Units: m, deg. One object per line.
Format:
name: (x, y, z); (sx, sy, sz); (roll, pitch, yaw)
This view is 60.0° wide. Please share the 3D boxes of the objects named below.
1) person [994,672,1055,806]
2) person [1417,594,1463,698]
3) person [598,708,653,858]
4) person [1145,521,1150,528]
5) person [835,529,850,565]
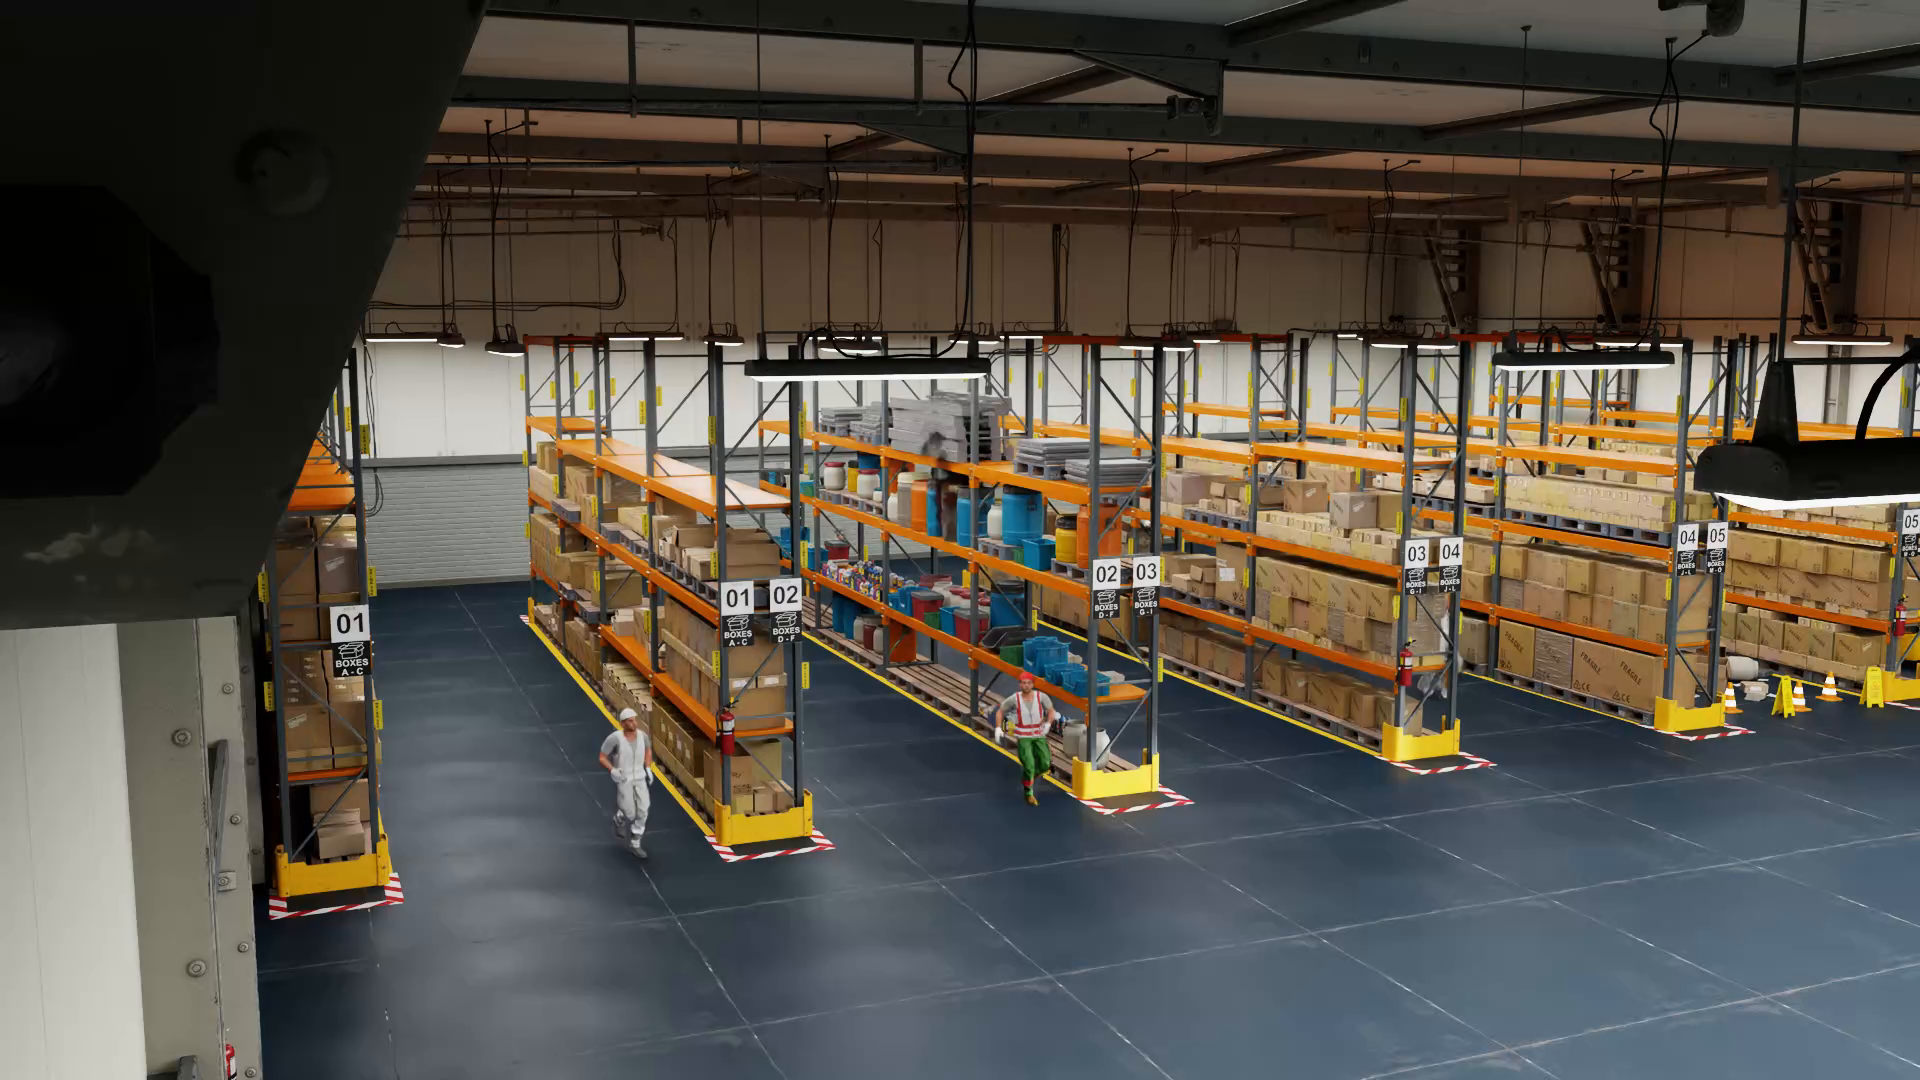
person: (0.855, 2.597, 21.800); (0.798, 1.748, 0.526); (-3, 8, -22)
person: (8.037, 1.768, 27.770); (0.752, 1.768, 0.884); (-7, 10, -41)
person: (-3.943, 2.856, 19.771); (0.697, 1.760, 0.670); (-5, 9, -35)
person: (4.336, 0.410, 38.003); (0.693, 1.764, 0.963); (-3, 8, -20)
person: (-2.626, 0.517, 37.785); (0.543, 1.603, 0.844); (5, 9, 32)
